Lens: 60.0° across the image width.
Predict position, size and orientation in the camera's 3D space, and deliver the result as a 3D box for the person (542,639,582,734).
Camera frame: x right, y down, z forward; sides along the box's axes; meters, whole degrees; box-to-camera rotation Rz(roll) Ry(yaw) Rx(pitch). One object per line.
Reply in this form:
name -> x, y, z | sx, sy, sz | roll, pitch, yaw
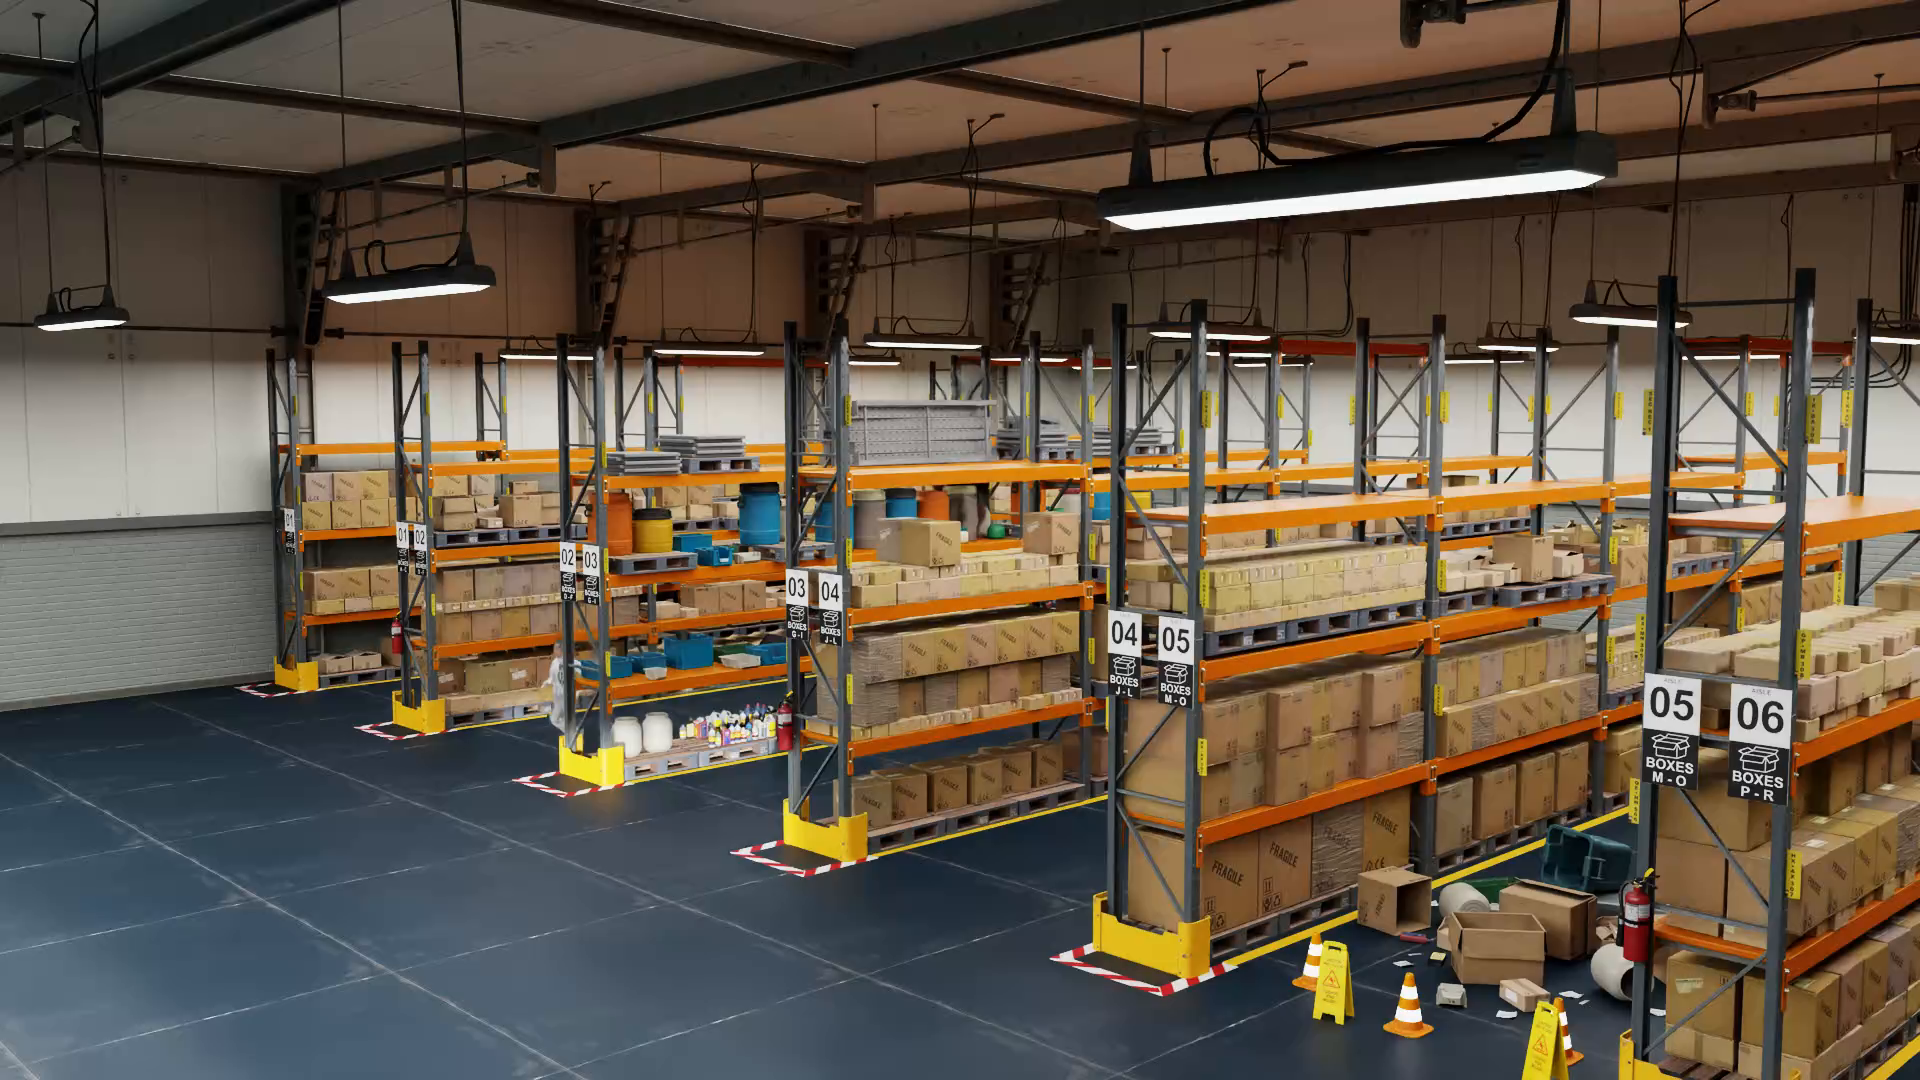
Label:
person -> -5.757, 2.248, 24.099 | 0.564, 1.662, 0.684 | -5, 7, -44
